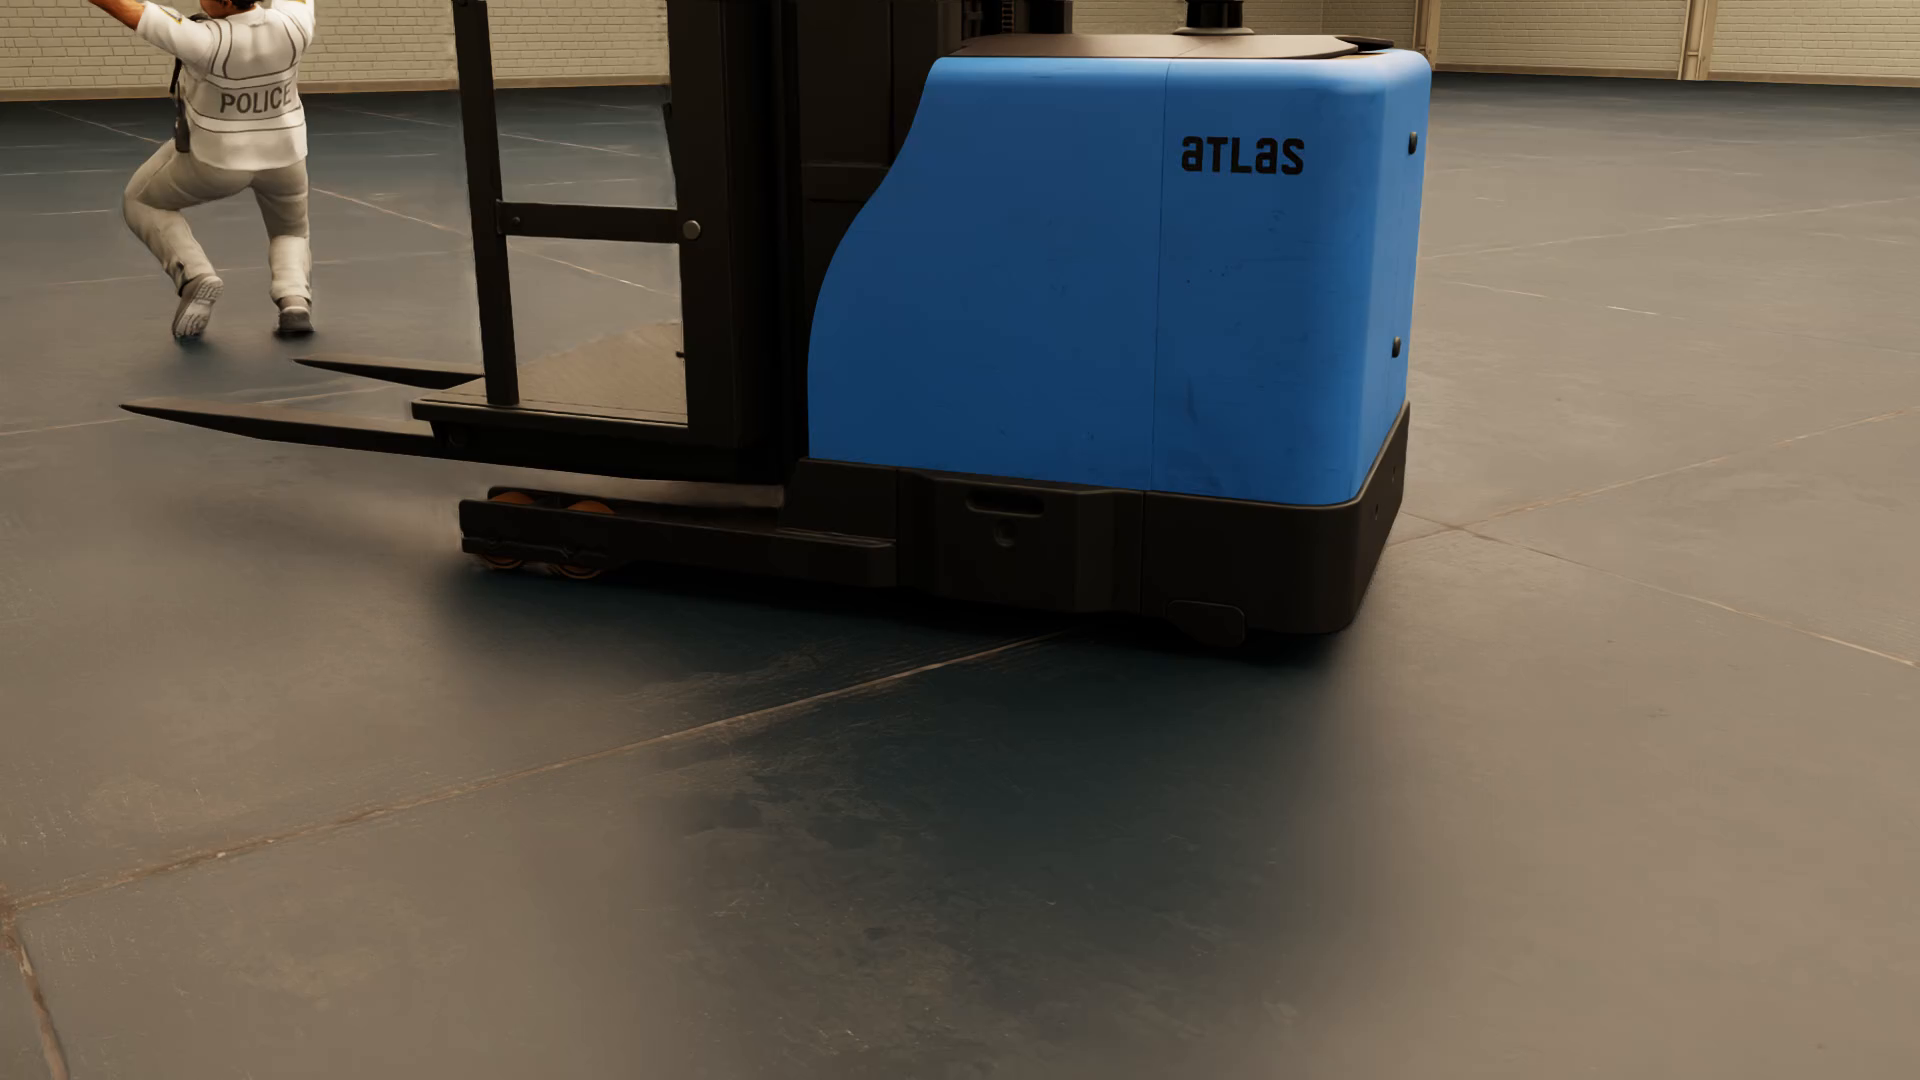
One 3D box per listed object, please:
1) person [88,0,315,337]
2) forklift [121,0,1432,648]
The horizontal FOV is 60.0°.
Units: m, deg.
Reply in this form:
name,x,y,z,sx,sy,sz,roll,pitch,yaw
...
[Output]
name,x,y,z,sx,sy,sz,roll,pitch,yaw
person,-2.783,-1.484,5.953,0.996,1.583,0.770,-14,22,-37
forklift,-0.547,-1.454,3.541,3.031,2.935,1.130,6,19,19
